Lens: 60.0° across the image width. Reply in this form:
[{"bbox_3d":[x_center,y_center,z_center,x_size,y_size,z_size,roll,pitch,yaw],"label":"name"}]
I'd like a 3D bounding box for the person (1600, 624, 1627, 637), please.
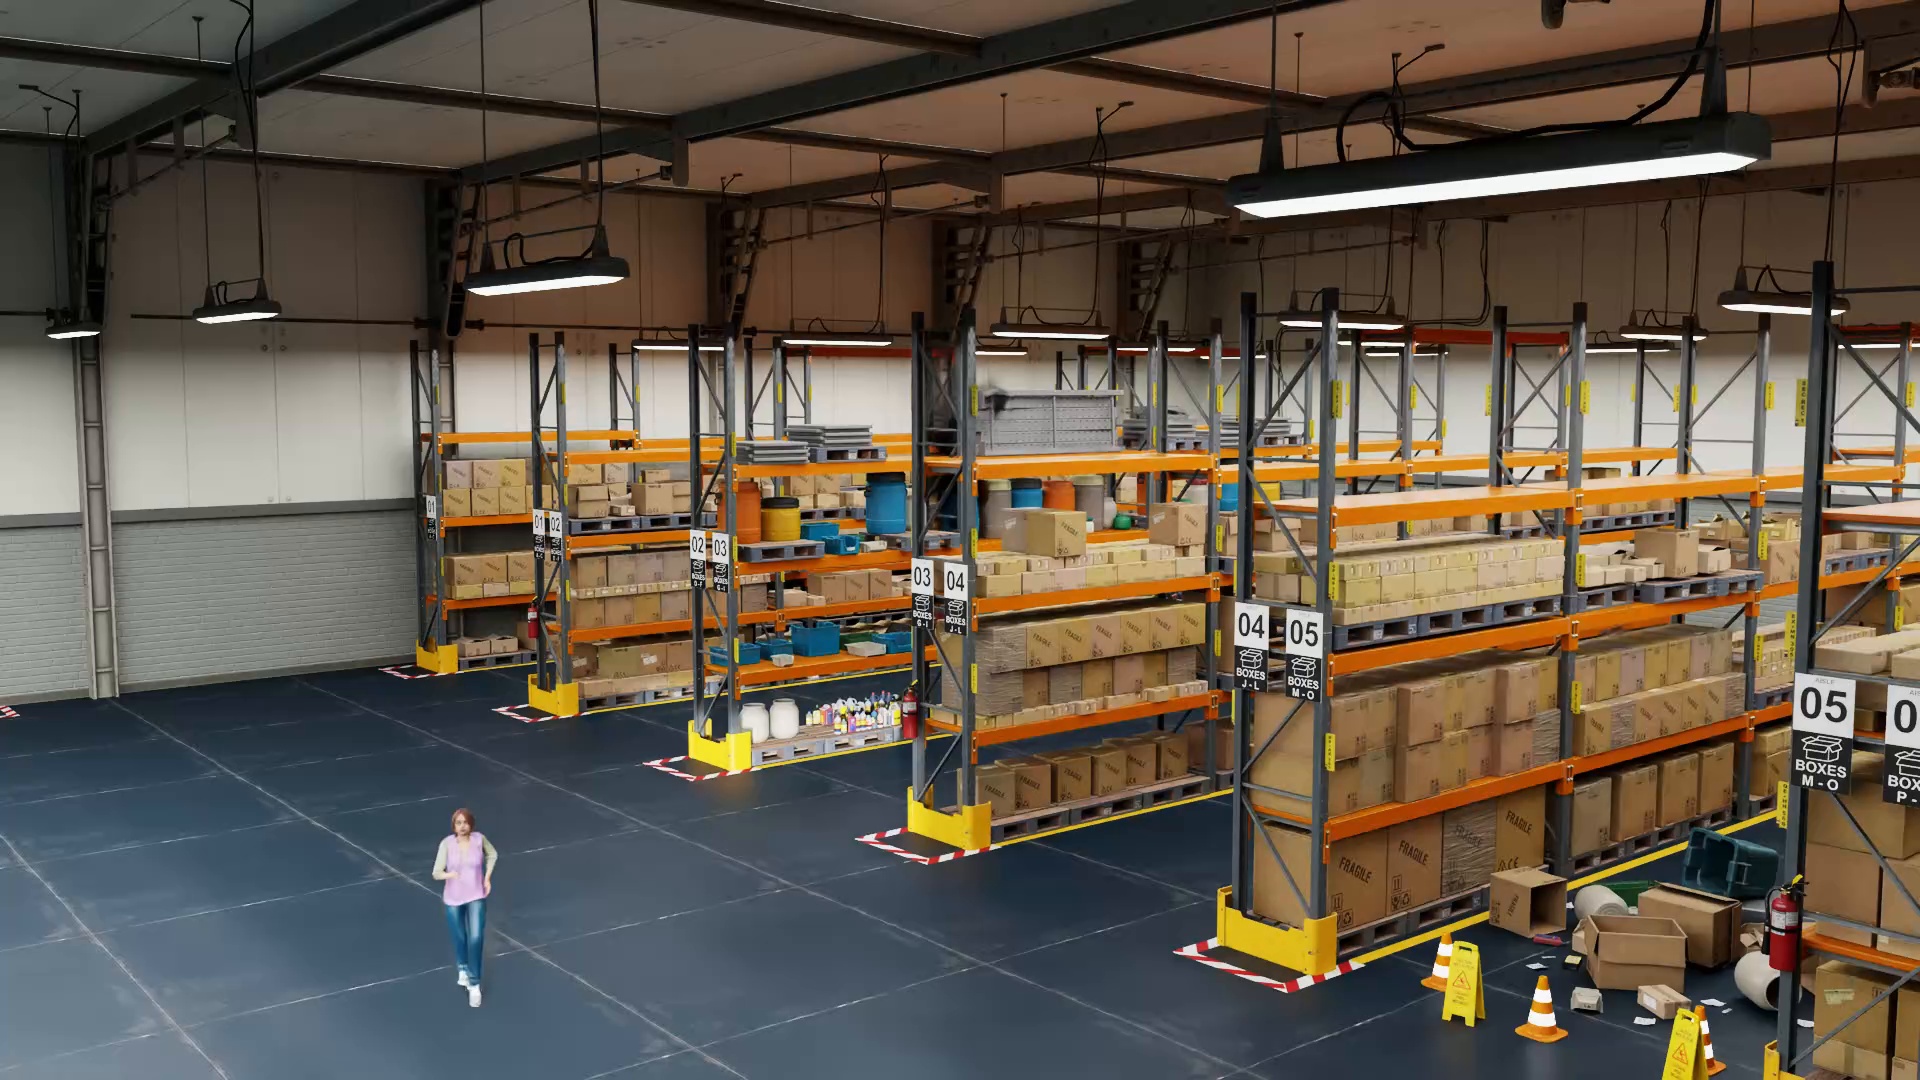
[{"bbox_3d":[9.677,1.991,24.623,0.873,1.835,0.677,-5,7,-45],"label":"person"}]

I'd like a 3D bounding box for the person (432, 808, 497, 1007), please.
[{"bbox_3d":[-4.170,3.067,14.024,0.516,1.635,0.678,-1,5,-14],"label":"person"}]
